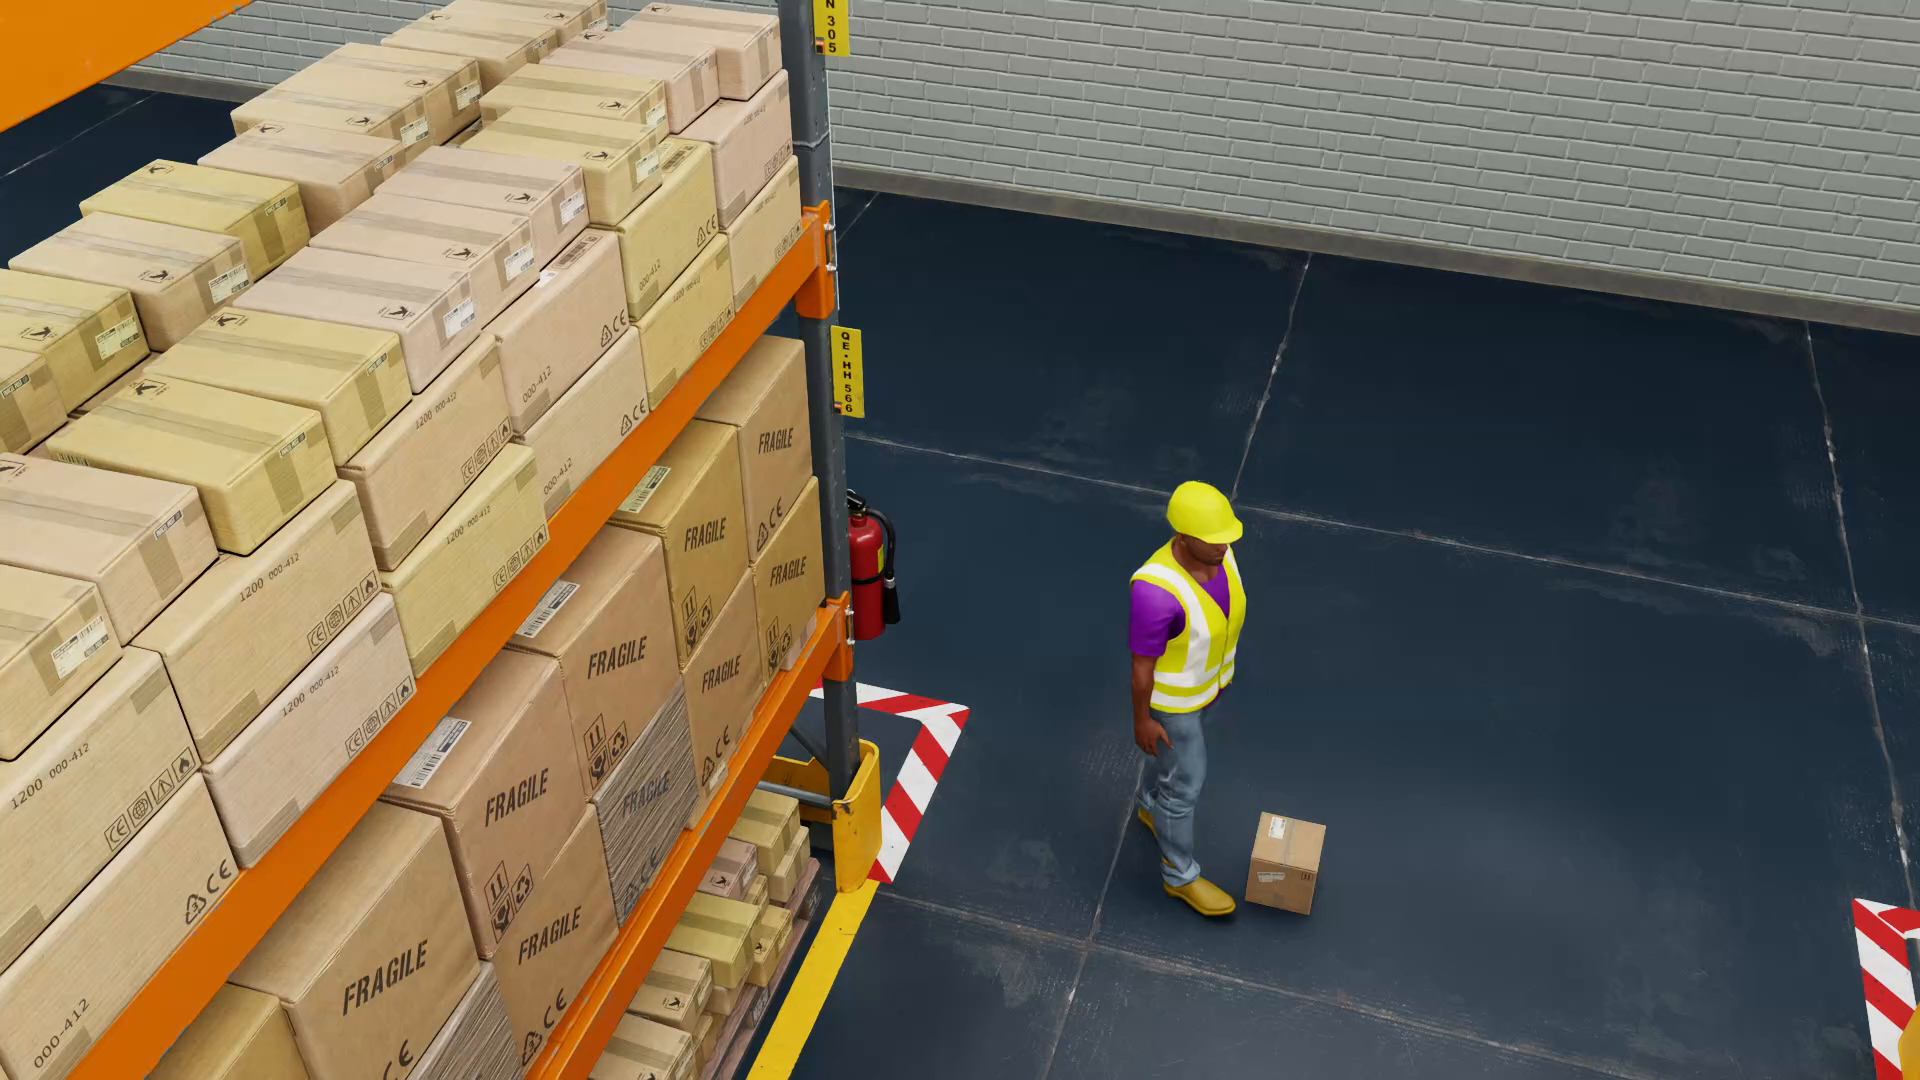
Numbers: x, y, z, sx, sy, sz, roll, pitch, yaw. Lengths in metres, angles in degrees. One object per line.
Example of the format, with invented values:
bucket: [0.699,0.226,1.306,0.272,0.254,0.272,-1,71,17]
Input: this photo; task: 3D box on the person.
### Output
person: [0.902,0.565,6.112,0.610,1.763,0.573,25,43,29]
